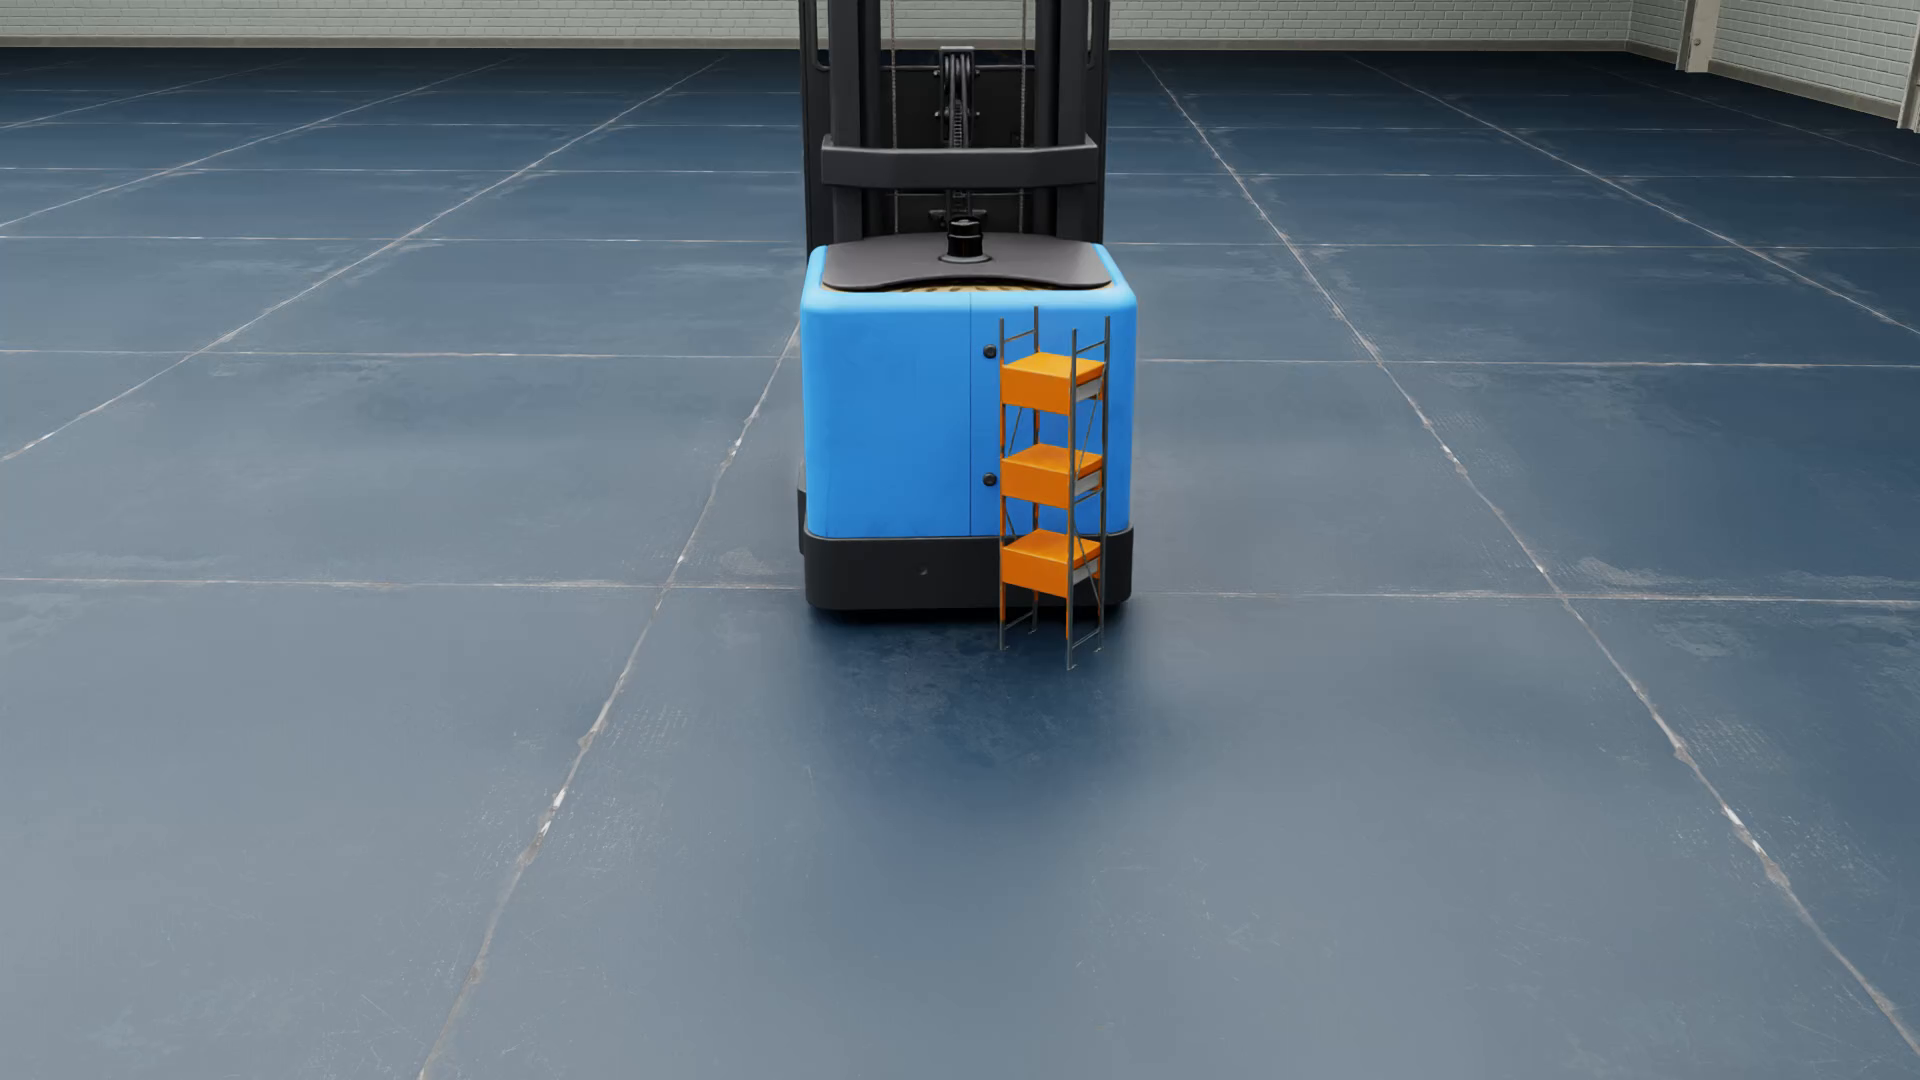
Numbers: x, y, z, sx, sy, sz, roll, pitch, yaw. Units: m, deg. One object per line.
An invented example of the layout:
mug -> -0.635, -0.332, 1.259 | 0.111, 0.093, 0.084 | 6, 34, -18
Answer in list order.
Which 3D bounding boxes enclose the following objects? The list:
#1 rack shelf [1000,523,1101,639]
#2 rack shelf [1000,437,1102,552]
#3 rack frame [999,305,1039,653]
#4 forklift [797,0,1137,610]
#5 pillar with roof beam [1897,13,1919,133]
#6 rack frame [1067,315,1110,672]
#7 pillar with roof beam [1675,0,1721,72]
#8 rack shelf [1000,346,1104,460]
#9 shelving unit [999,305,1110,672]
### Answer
rack shelf -> 0.281, 0.121, 5.059 | 0.240, 0.259, 0.215 | 14, 25, 33
rack shelf -> 0.278, -0.139, 4.961 | 0.240, 0.259, 0.215 | 14, 25, 33
rack frame -> 0.178, -0.173, 5.023 | 0.008, 1.050, 0.200 | 14, 25, 33
forklift -> -0.031, -1.630, 6.179 | 1.130, 2.935, 3.031 | -1, 21, -2
pillar with roof beam -> 5.251, -8.311, 15.009 | 9.100, 9.000, 0.400 | 1, 21, 2
rack frame -> 0.377, -0.125, 4.890 | 0.008, 1.050, 0.200 | 14, 25, 33
pillar with roof beam -> 5.433, -10.481, 20.600 | 9.100, 9.000, 0.400 | 1, 21, 2
rack shelf -> 0.275, -0.404, 4.860 | 0.240, 0.259, 0.215 | 14, 25, 33
shelving unit -> 0.278, -0.149, 4.957 | 0.252, 1.050, 0.215 | 14, 25, 33
